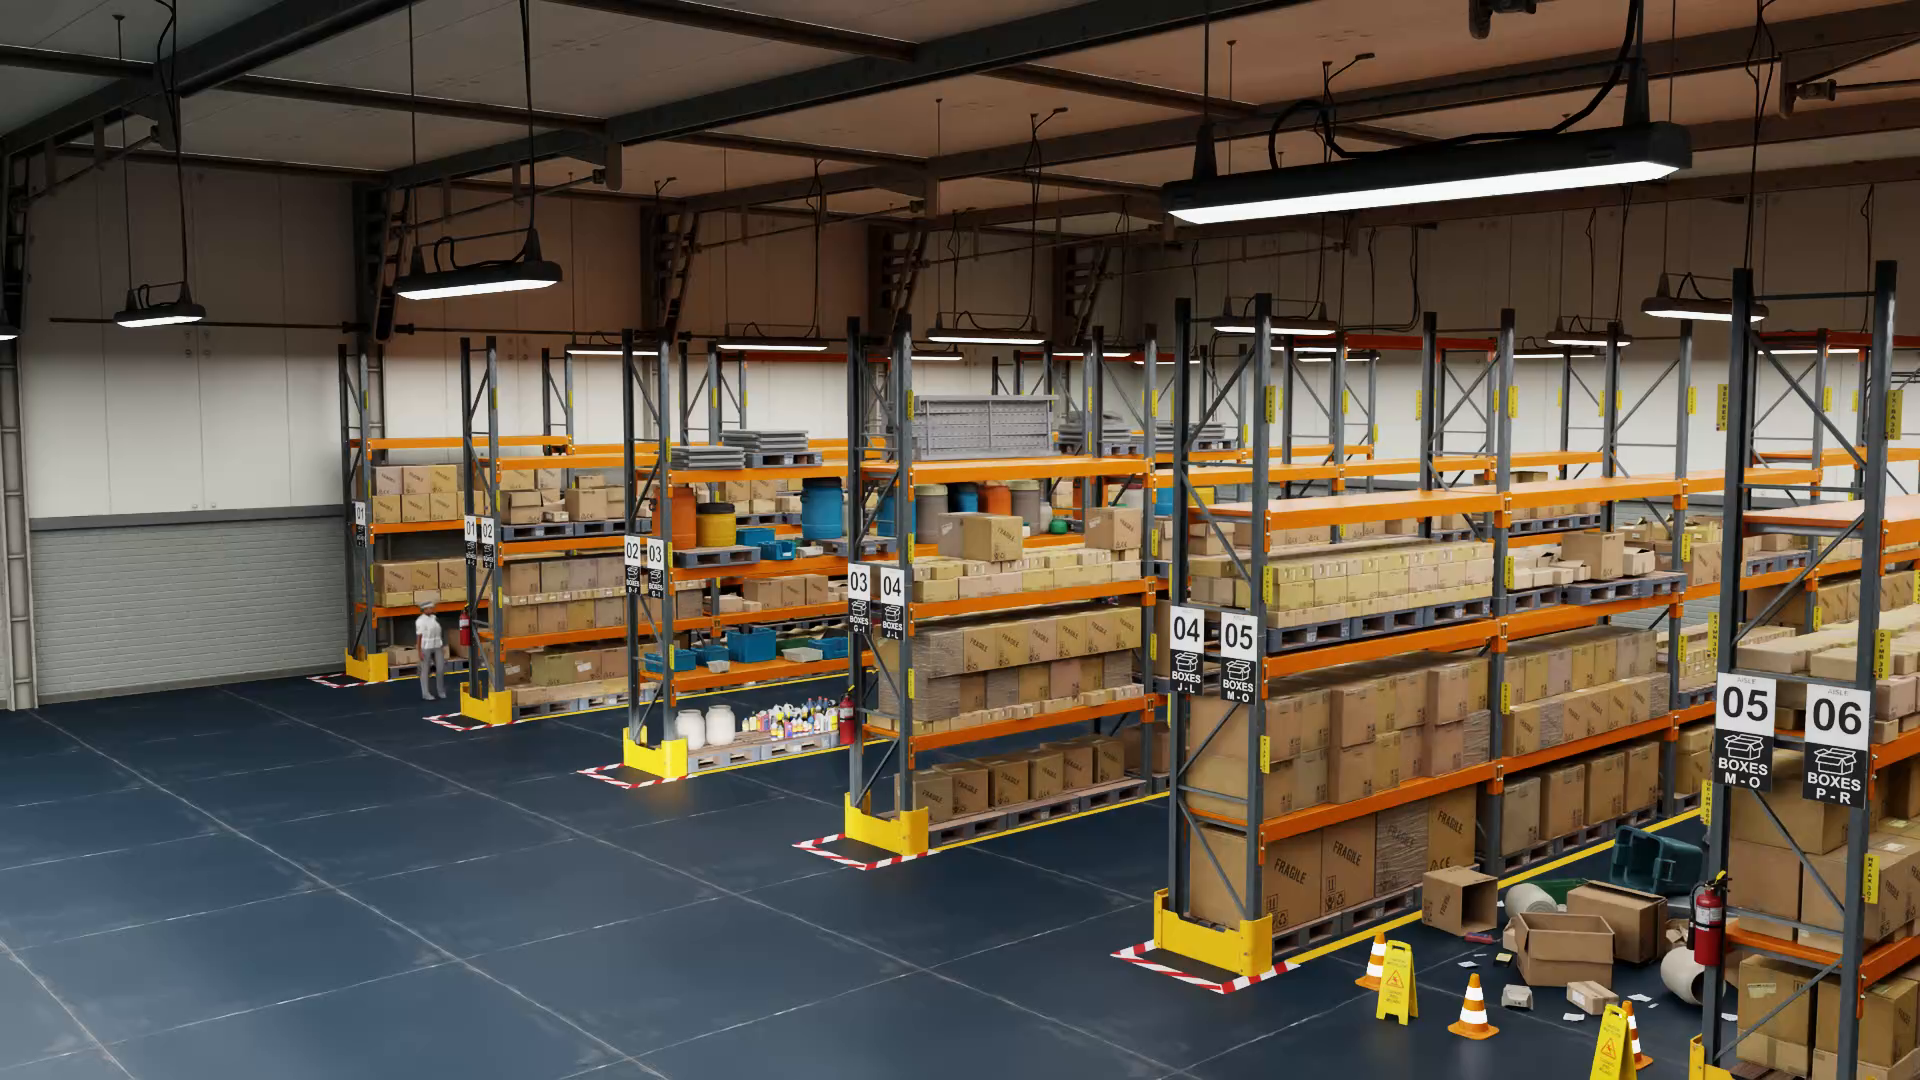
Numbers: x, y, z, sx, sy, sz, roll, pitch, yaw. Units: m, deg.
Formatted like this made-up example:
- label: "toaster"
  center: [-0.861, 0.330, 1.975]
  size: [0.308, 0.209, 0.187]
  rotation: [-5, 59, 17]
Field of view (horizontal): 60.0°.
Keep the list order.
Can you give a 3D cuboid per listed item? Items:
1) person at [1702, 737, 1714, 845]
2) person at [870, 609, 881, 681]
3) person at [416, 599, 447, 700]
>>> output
- label: "person"
  center: [8.788, 2.613, 18.889]
  size: [0.605, 1.759, 0.470]
  rotation: [-1, 5, -9]
- label: "person"
  center: [-1.353, 1.684, 29.308]
  size: [0.361, 1.684, 0.517]
  rotation: [5, 7, 42]
- label: "person"
  center: [-8.870, 1.843, 27.904]
  size: [0.527, 1.726, 0.379]
  rotation: [-5, 7, -43]
